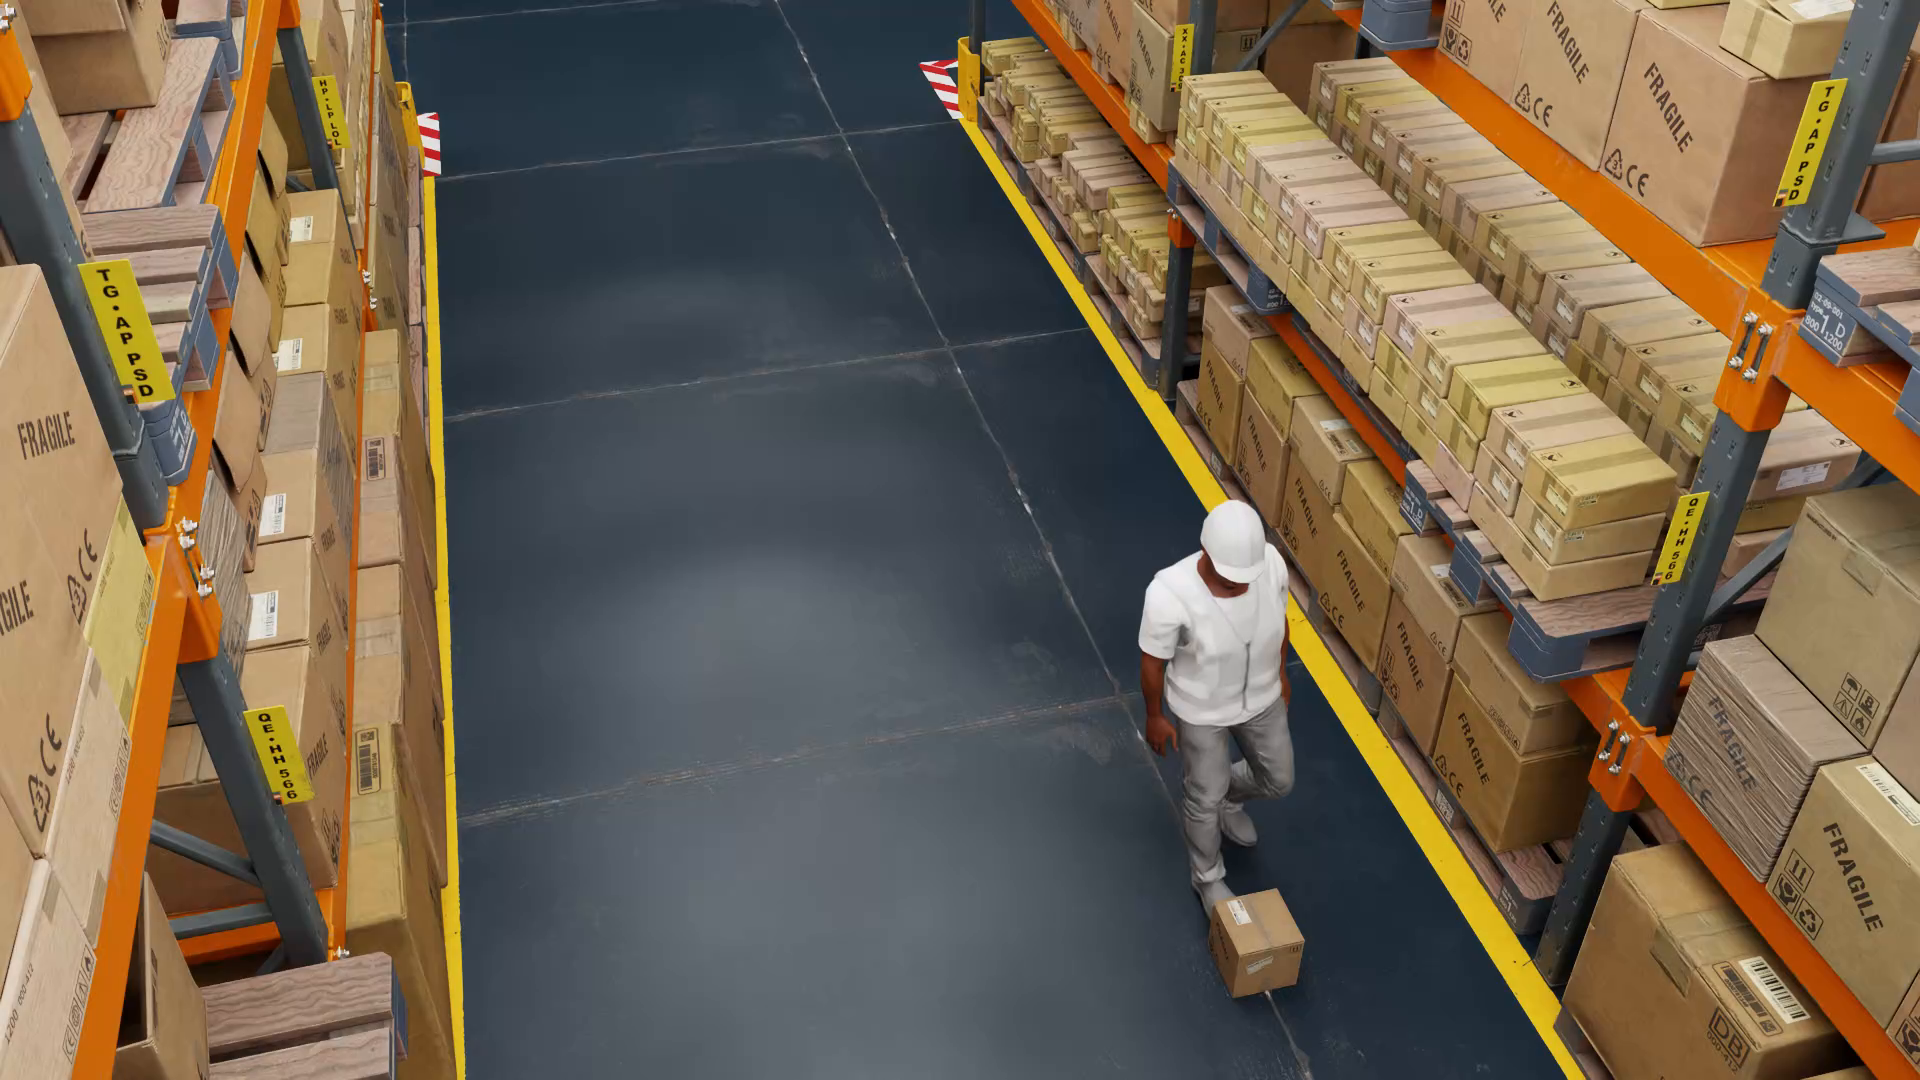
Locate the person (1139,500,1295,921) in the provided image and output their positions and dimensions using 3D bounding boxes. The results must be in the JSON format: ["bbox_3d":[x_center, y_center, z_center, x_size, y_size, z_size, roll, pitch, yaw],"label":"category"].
[{"bbox_3d":[0.958,0.604,5.891,0.609,1.765,0.581,-15,40,-18],"label":"person"}]
